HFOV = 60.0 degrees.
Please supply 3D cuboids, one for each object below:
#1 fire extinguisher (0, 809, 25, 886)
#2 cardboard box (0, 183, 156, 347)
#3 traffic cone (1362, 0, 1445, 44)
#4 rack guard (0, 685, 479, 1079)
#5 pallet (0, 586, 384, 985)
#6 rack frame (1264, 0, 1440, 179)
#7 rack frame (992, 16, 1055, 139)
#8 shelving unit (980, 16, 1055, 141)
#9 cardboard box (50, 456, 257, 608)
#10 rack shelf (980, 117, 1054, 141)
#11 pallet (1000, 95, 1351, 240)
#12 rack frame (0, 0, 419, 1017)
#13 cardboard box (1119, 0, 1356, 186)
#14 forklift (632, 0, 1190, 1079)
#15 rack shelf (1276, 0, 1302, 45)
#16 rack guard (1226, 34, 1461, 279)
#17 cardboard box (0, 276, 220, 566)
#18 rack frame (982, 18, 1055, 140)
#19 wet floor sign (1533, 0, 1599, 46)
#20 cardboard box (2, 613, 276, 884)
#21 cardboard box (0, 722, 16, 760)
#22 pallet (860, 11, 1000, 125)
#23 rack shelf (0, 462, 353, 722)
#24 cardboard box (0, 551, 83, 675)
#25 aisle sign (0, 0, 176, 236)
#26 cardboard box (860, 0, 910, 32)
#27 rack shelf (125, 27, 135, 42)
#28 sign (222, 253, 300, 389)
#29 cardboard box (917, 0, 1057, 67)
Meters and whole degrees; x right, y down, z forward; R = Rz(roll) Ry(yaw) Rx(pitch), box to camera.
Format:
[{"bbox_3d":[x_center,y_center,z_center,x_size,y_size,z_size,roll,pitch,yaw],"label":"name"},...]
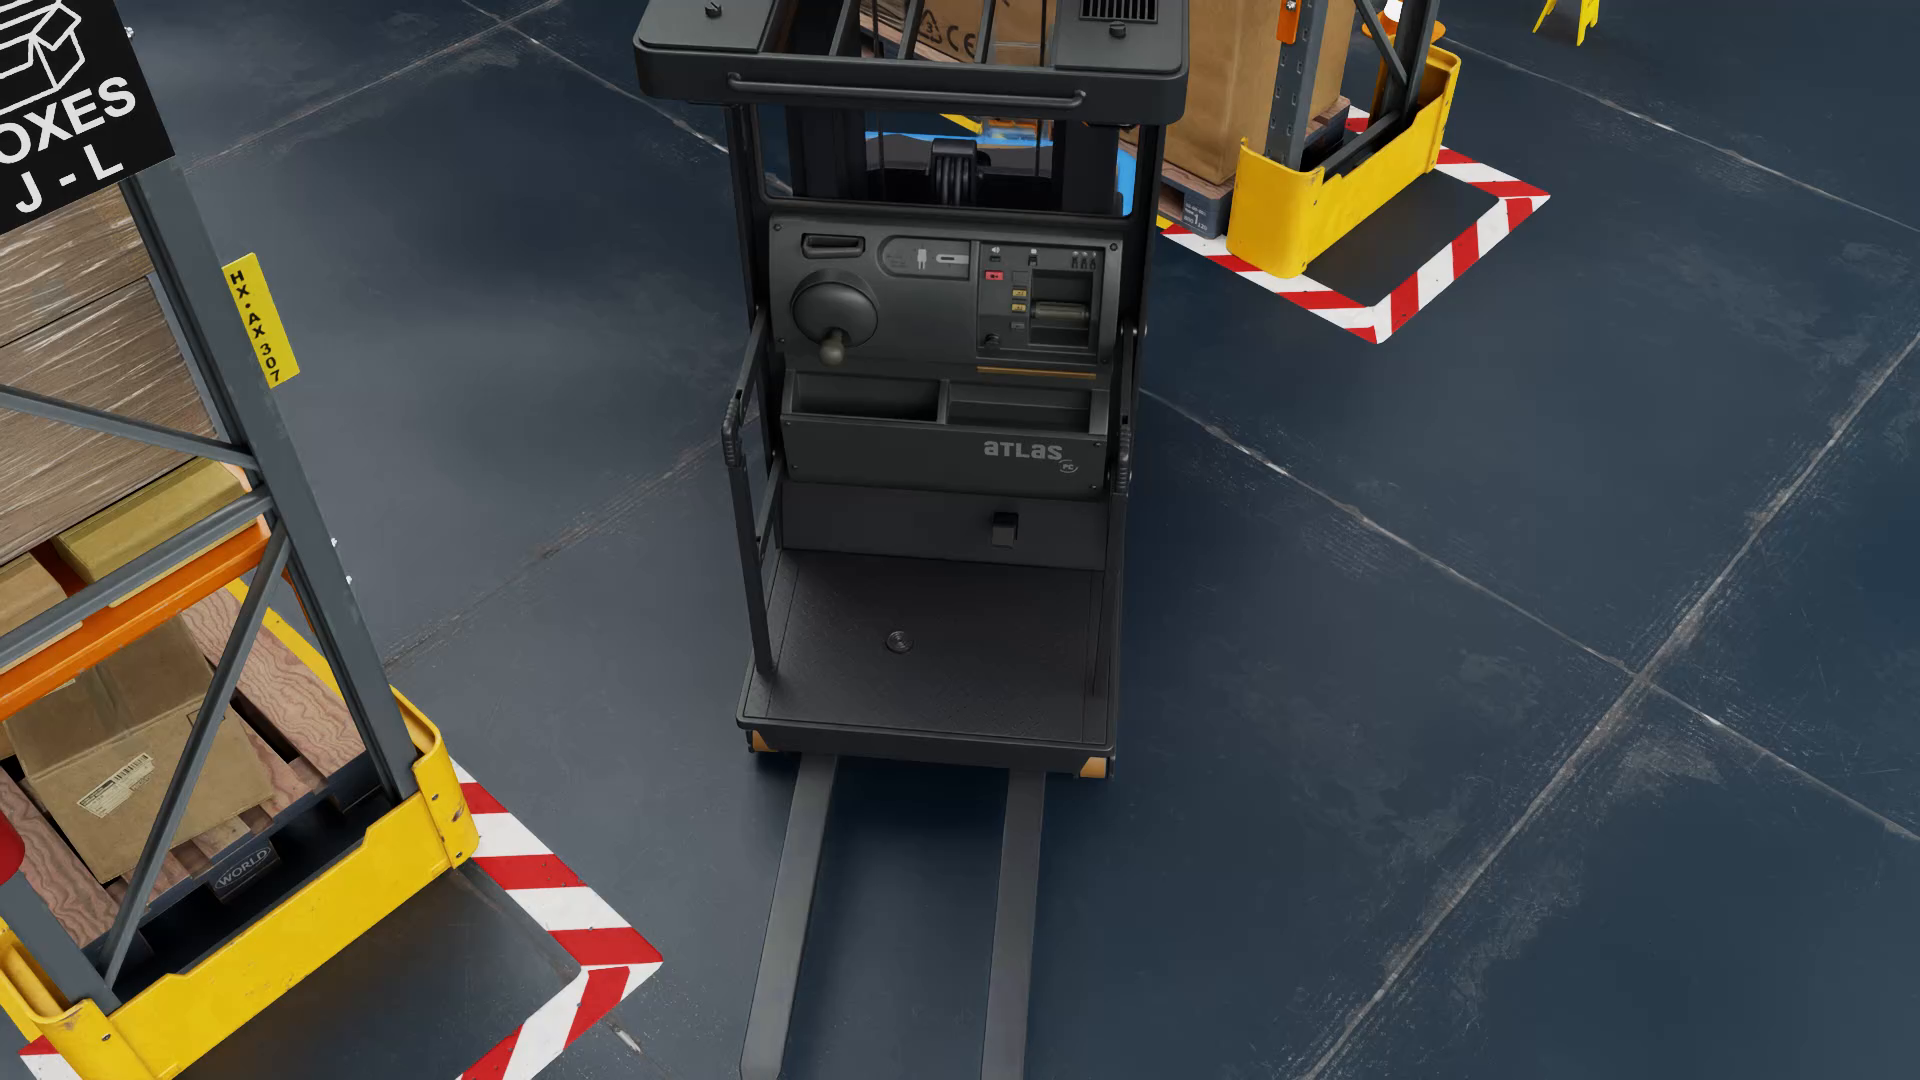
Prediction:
[{"bbox_3d":[-2.088,0.461,3.312,0.183,0.674,0.296,34,55,28],"label":"fire extinguisher"},{"bbox_3d":[-2.079,-0.765,3.452,0.500,0.500,0.500,34,55,28],"label":"cardboard box"},{"bbox_3d":[2.152,-2.631,7.903,0.334,0.463,0.336,34,55,28],"label":"traffic cone"},{"bbox_3d":[-1.915,0.949,4.516,0.348,0.500,1.175,34,55,28],"label":"rack guard"},{"bbox_3d":[-2.488,0.628,5.016,1.213,0.211,1.003,34,55,28],"label":"pallet"},{"bbox_3d":[1.579,-2.476,6.017,0.127,3.000,1.000,34,55,28],"label":"rack frame"},{"bbox_3d":[0.209,-1.343,6.277,0.240,1.200,0.006,5,19,4],"label":"rack frame"},{"bbox_3d":[0.200,-1.313,6.191,0.258,1.200,0.189,5,19,4],"label":"shelving unit"},{"bbox_3d":[-1.907,-0.051,3.913,0.250,0.149,0.380,34,55,28],"label":"cardboard box"},{"bbox_3d":[0.210,-1.498,6.126,0.258,0.103,0.180,5,19,4],"label":"rack shelf"},{"bbox_3d":[0.938,-1.875,7.366,1.213,0.211,1.003,34,55,28],"label":"pallet"},{"bbox_3d":[-1.859,0.131,3.569,0.127,3.000,1.000,34,55,28],"label":"rack frame"},{"bbox_3d":[1.036,-2.192,6.920,0.875,0.875,0.875,34,56,28],"label":"cardboard box"},{"bbox_3d":[-0.061,-0.546,4.252,1.130,2.935,3.031,4,47,4],"label":"forklift"},{"bbox_3d":[0.109,-3.219,7.208,4.000,0.370,1.077,34,55,28],"label":"rack shelf"},{"bbox_3d":[1.596,-1.608,6.917,0.348,0.500,1.175,34,55,28],"label":"rack guard"},{"bbox_3d":[-2.245,-0.291,3.693,0.500,0.500,0.875,34,55,28],"label":"cardboard box"},{"bbox_3d":[0.191,-1.284,6.105,0.240,1.200,0.006,5,19,4],"label":"rack frame"},{"bbox_3d":[2.943,-2.716,7.858,0.232,0.644,0.267,25,52,22],"label":"wet floor sign"},{"bbox_3d":[-2.307,0.525,4.626,0.500,0.500,0.500,-28,53,-24],"label":"cardboard box"},{"bbox_3d":[-2.770,0.248,4.886,0.500,0.500,0.500,-25,52,-21],"label":"cardboard box"},{"bbox_3d":[0.046,-2.478,7.932,1.213,0.211,1.003,34,55,28],"label":"pallet"},{"bbox_3d":[-3.329,-0.611,4.760,4.000,0.370,1.077,34,55,28],"label":"rack shelf"},{"bbox_3d":[-2.209,0.187,3.689,0.250,0.149,0.380,34,55,28],"label":"cardboard box"},{"bbox_3d":[-1.610,-0.889,2.744,0.004,0.787,0.394,34,55,28],"label":"aisle sign"},{"bbox_3d":[-0.281,-3.078,7.752,0.875,0.875,0.875,34,56,28],"label":"cardboard box"},{"bbox_3d":[-3.329,-1.638,3.666,4.000,0.370,1.077,34,55,28],"label":"rack shelf"},{"bbox_3d":[-1.492,-0.456,3.527,0.005,0.325,0.100,34,55,28],"label":"sign"},{"bbox_3d":[0.388,-2.626,7.328,0.875,0.875,0.875,33,55,27],"label":"cardboard box"}]
